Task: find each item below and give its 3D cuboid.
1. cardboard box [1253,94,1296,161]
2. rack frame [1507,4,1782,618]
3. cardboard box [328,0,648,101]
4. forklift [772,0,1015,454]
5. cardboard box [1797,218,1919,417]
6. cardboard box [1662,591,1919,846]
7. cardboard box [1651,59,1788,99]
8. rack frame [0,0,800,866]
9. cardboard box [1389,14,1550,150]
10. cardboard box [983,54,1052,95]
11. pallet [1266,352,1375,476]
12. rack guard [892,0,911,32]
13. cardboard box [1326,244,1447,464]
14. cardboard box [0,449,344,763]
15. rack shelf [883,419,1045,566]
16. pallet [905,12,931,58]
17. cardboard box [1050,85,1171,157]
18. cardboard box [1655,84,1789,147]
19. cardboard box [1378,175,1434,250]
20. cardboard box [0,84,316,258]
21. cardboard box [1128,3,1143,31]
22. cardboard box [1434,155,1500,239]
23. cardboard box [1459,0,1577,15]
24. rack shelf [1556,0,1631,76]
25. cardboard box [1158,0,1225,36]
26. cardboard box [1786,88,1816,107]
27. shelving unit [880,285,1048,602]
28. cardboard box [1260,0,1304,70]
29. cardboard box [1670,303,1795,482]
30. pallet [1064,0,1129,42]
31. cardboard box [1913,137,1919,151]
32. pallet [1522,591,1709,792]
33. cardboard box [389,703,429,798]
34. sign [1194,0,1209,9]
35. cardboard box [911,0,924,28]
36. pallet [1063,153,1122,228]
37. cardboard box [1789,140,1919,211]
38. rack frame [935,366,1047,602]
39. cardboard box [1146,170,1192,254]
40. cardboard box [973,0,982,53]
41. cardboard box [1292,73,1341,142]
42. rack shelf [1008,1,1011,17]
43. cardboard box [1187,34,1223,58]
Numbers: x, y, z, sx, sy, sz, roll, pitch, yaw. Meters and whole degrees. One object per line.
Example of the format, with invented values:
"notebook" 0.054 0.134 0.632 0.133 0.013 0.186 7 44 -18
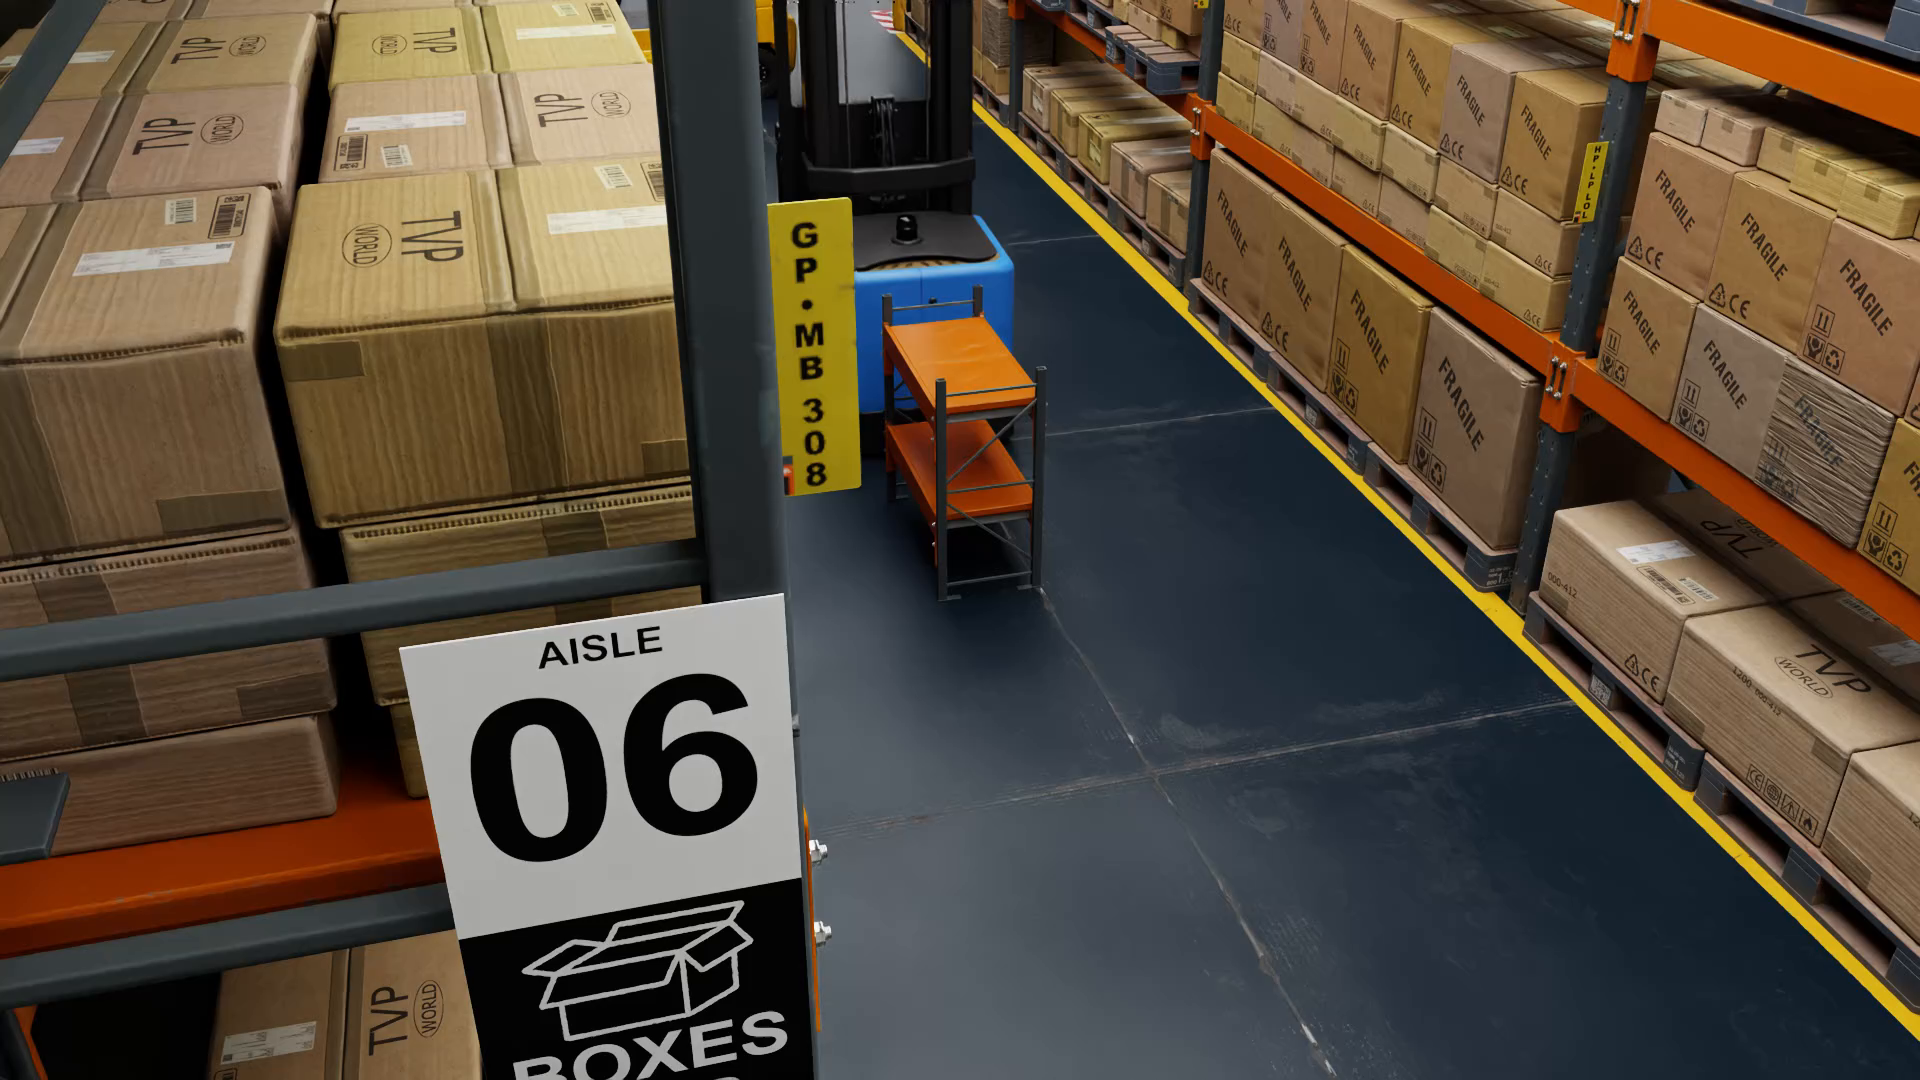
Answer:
"cardboard box" 2.022 -2.389 9.533 0.500 0.250 0.500 -9 31 -15
"rack frame" 3.044 -1.038 7.049 1.000 3.000 0.127 -8 31 -13
"cardboard box" -0.818 -0.759 2.927 0.500 0.250 0.500 -8 31 -14
"forklift" -0.523 -2.443 9.545 1.130 2.935 3.031 -6 31 -11
"cardboard box" 3.190 -0.758 5.467 0.500 0.500 0.500 -7 31 -12
"cardboard box" 3.345 0.639 6.290 0.875 0.438 0.875 -9 31 -15
"cardboard box" 3.204 -1.764 7.206 0.500 0.500 0.500 -7 31 -13
"rack frame" -0.679 -1.040 1.065 1.000 3.000 0.127 -8 31 -13
"cardboard box" 2.423 -2.193 7.946 0.500 0.500 0.500 -7 31 -12
"cardboard box" 0.504 -4.143 14.739 0.500 0.250 0.500 -6 31 -11
"pallet" 2.439 -0.784 9.394 1.003 0.211 1.213 -8 31 -13
"rack guard" -0.121 -5.715 17.625 1.175 0.500 0.348 -8 31 -13
"cardboard box" 2.555 -1.024 8.727 0.875 0.875 0.875 -7 31 -12
"cardboard box" -1.060 0.015 2.088 0.500 0.250 0.500 -8 31 -14
"rack shelf" 0.002 -0.272 8.085 0.538 0.278 1.000 -8 31 -13
"pallet" 0.060 -5.193 17.011 1.003 0.211 1.213 -8 31 -13
"cardboard box" 1.256 -3.346 13.241 0.950 0.372 0.625 -6 31 -10
"cardboard box" 2.877 -1.608 6.287 0.380 0.149 0.250 -8 31 -14
"cardboard box" 2.432 -1.648 8.253 0.500 0.250 0.500 -9 31 -15
"cardboard box" -1.204 -0.451 2.395 0.500 0.250 0.500 -9 31 -15
"cardboard box" 1.358 -3.528 11.182 0.380 0.149 0.250 -9 31 -16
"cardboard box" 2.552 -1.610 7.688 0.500 0.250 0.500 -7 31 -12
"cardboard box" 2.768 -2.498 8.473 0.500 0.500 0.500 -8 31 -14
"rack shelf" 2.513 -2.991 8.146 1.077 0.370 4.000 -8 31 -13
"cardboard box" 1.593 -3.506 10.497 0.500 0.500 0.500 -9 31 -15
"cardboard box" 3.432 -1.688 6.427 0.380 0.149 0.250 -8 31 -14
"shelving unit" 0.002 -0.484 7.963 0.538 1.125 1.048 -8 31 -13
"cardboard box" 2.018 -2.937 9.231 0.500 0.500 0.500 -8 31 -13
"cardboard box" 3.045 -0.576 6.151 0.500 0.500 0.500 -8 31 -13
"pallet" 1.417 -3.837 12.077 1.003 0.211 1.213 -8 31 -13
"cardboard box" 3.539 -1.305 5.764 0.380 0.149 0.250 -8 31 -14
"pallet" 3.170 0.547 7.095 1.003 0.211 1.213 -8 31 -13
"cardboard box" -0.540 0.182 2.198 0.380 0.149 0.250 -7 31 -12
"sign" 1.461 -3.360 9.984 0.100 0.325 0.005 -8 31 -13
"cardboard box" -0.194 -5.399 16.909 0.500 0.250 0.500 -8 31 -14
"pallet" 1.456 -2.729 12.753 1.003 0.211 1.213 -8 31 -13
"cardboard box" 3.076 -1.240 5.652 0.380 0.149 0.250 -8 31 -14
"rack frame" 0.137 -0.238 7.538 0.500 1.125 0.032 -8 31 -13
"cardboard box" 1.842 -2.288 11.413 0.950 0.372 0.625 -10 32 -17
"cardboard box" 0.368 -4.713 14.976 0.500 0.500 0.500 -7 31 -12
"cardboard box" 2.135 -2.351 8.969 0.500 0.250 0.500 -8 31 -13
"rack shelf" 0.389 -5.556 15.573 1.077 0.370 4.000 -8 31 -13
"cardboard box" 1.668 -3.170 10.563 0.380 0.149 0.250 -7 31 -11
